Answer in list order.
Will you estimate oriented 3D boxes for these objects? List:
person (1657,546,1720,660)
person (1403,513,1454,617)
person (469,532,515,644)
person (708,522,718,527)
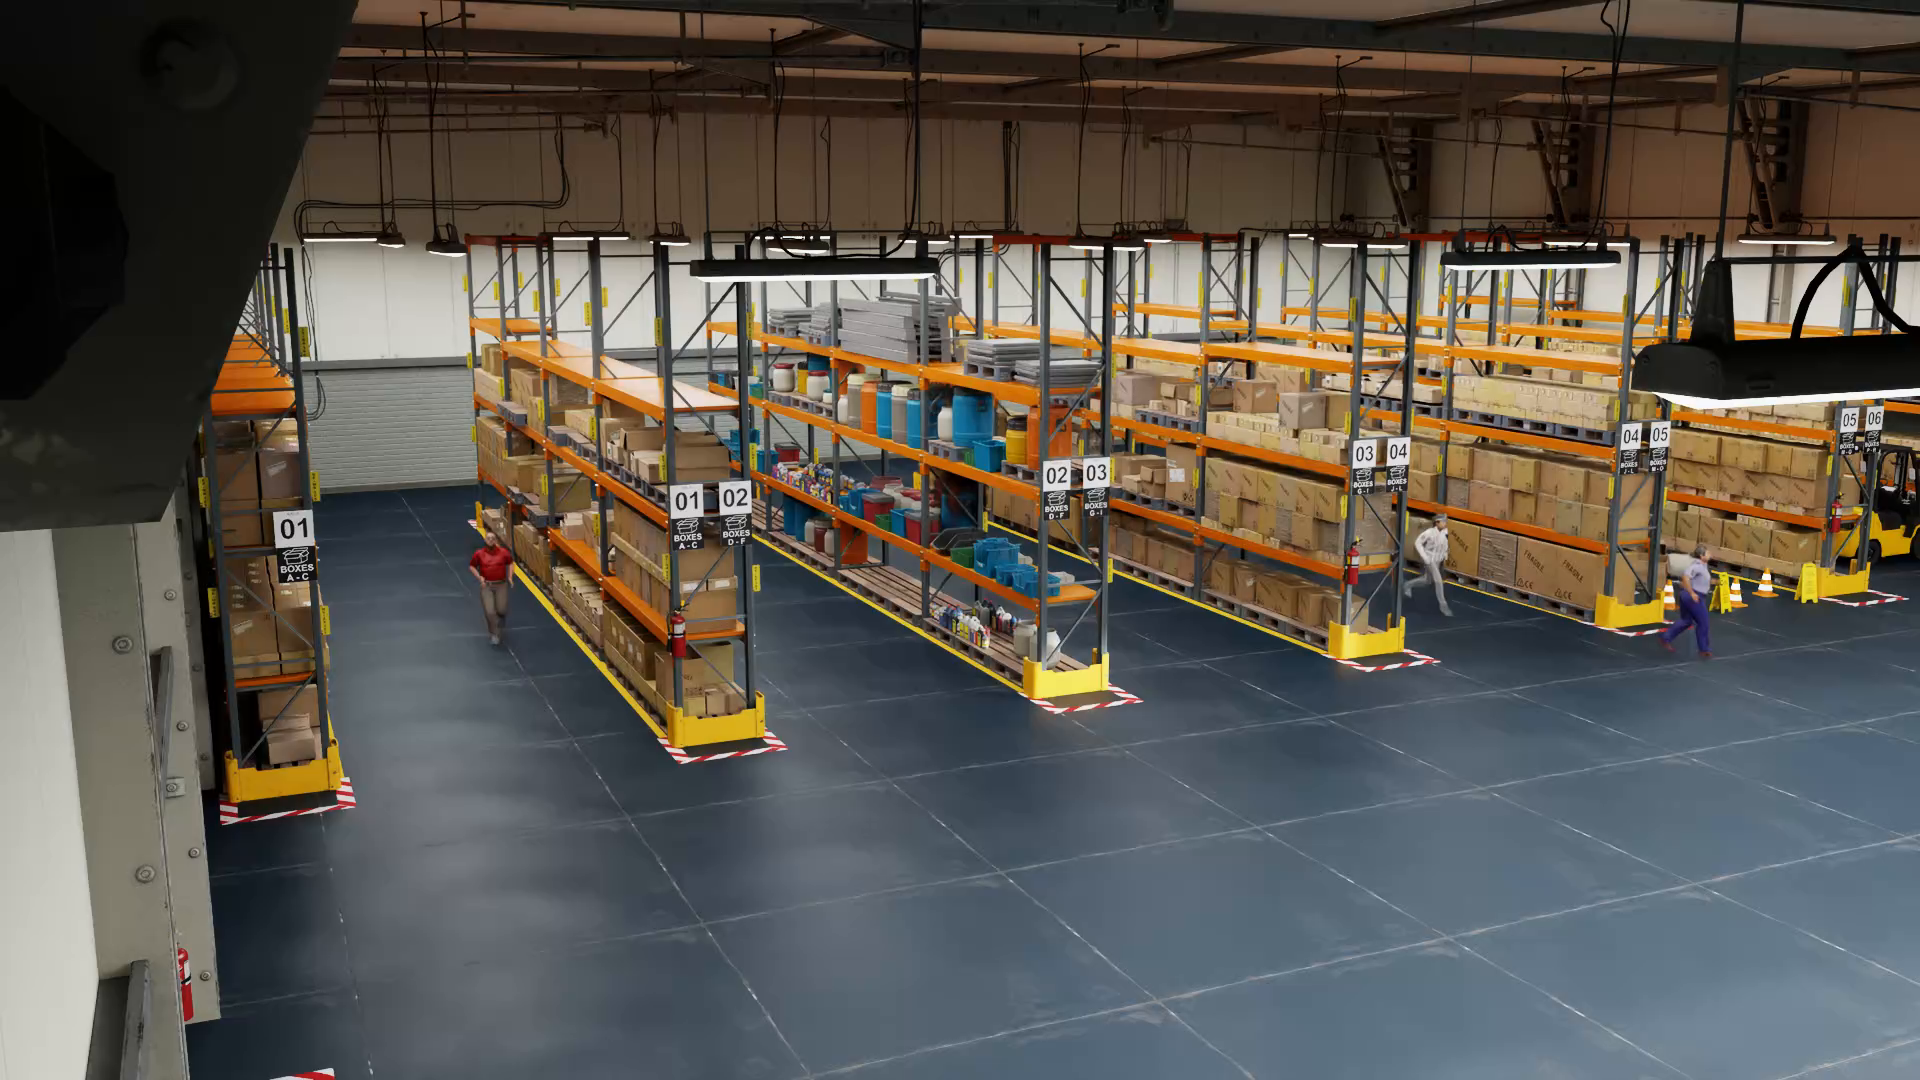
[{"bbox_3d":[10.638,0.910,24.167,0.838,1.656,0.597,4,12,18],"label":"person"},{"bbox_3d":[7.631,0.356,27.032,0.618,1.676,1.037,-8,14,-36],"label":"person"},{"bbox_3d":[-7.056,0.706,25.135,0.665,1.688,0.579,-4,12,-17],"label":"person"},{"bbox_3d":[-4.404,-0.024,28.513,0.654,1.527,0.730,-5,12,-24],"label":"person"}]
